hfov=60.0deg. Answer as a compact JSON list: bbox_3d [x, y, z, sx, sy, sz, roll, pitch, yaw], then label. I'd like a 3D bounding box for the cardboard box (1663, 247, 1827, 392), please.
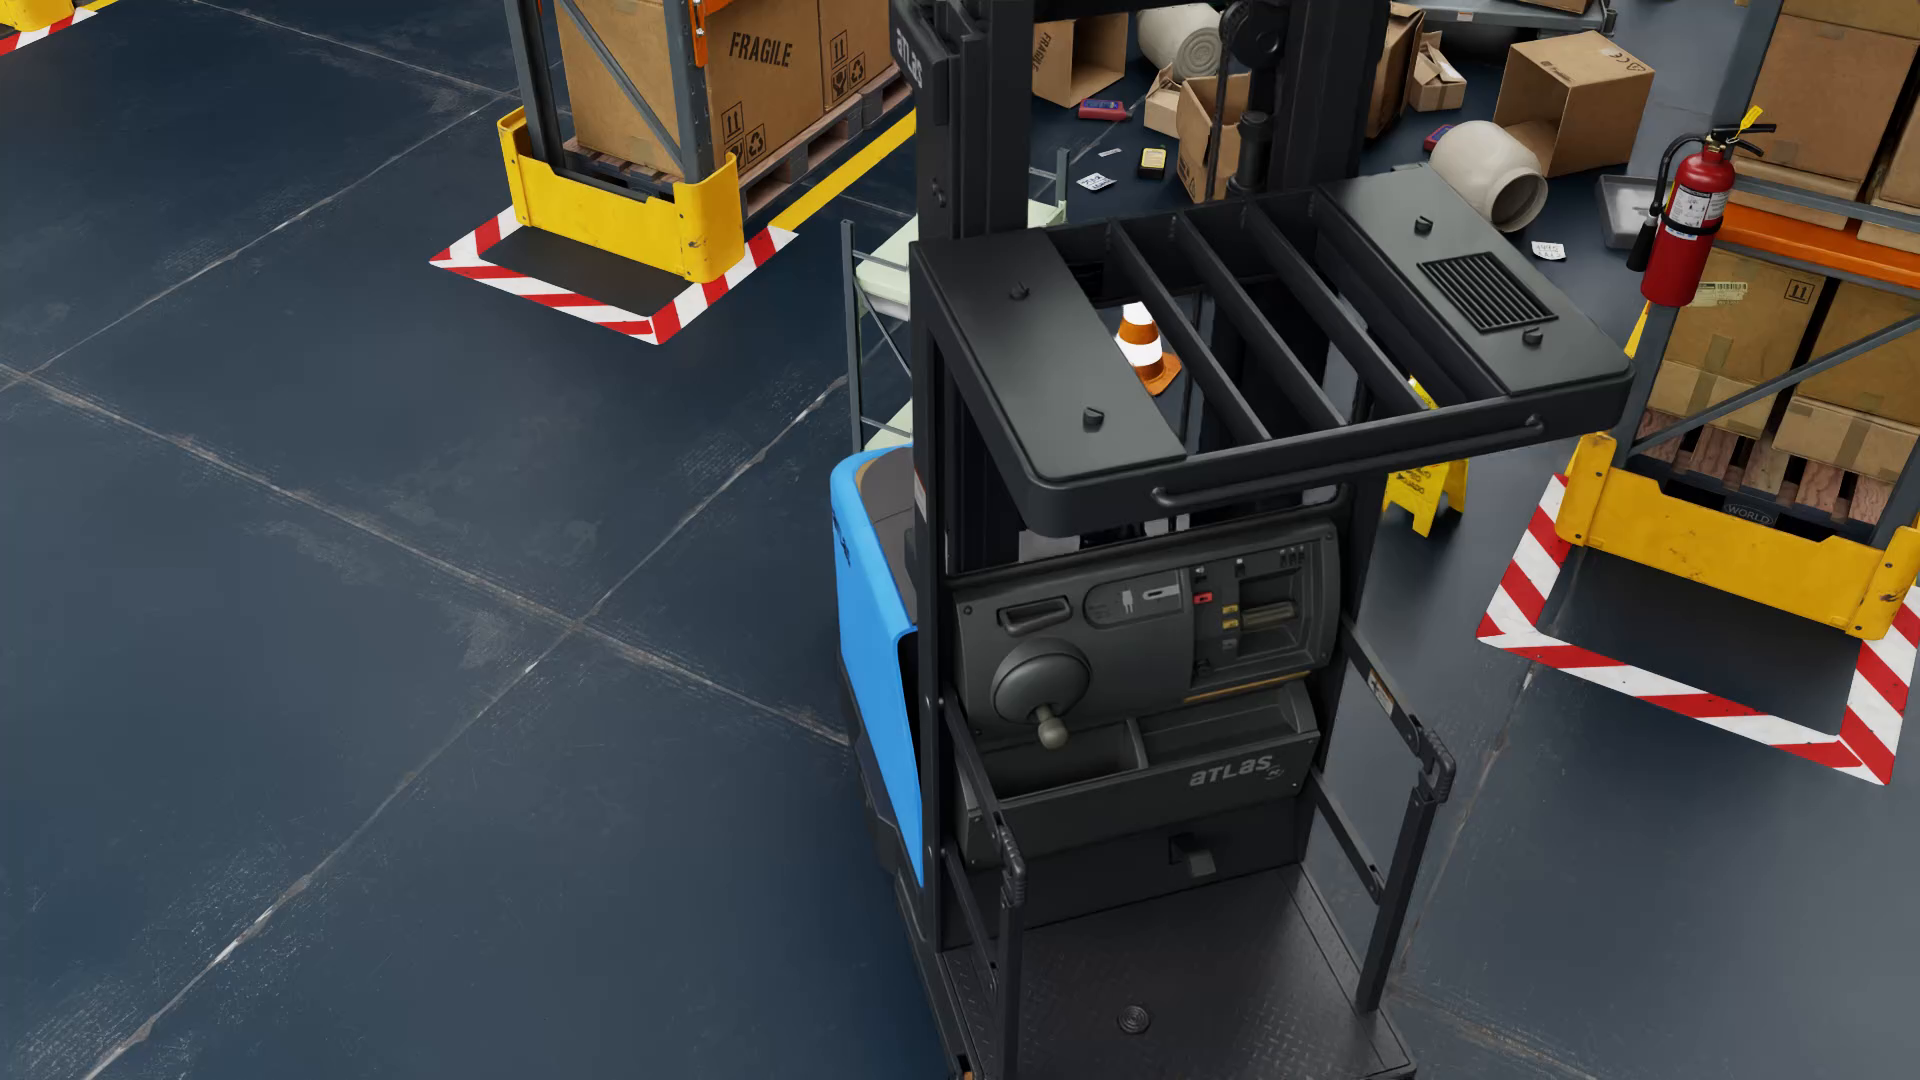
[{"bbox_3d":[2.954,-0.956,6.261,0.500,0.500,0.500,21,46,22],"label":"cardboard box"}]

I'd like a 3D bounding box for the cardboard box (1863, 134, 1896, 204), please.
[{"bbox_3d":[3.242,-1.185,5.516,0.380,0.149,0.250,22,46,23],"label":"cardboard box"}]

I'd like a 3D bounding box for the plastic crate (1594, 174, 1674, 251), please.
[{"bbox_3d":[3.284,-1.570,7.972,0.402,0.080,0.583,7,42,8],"label":"plastic crate"}]

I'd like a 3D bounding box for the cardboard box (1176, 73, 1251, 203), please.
[{"bbox_3d":[1.465,-1.909,8.037,0.797,0.503,0.637,-7,42,-7],"label":"cardboard box"}]

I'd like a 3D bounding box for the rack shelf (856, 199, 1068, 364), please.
[{"bbox_3d":[-0.003,-0.852,5.492,0.431,0.370,0.720,21,45,22],"label":"rack shelf"}]

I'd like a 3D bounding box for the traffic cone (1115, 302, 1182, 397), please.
[{"bbox_3d":[0.746,-0.897,6.918,0.336,0.463,0.334,21,45,22],"label":"traffic cone"}]

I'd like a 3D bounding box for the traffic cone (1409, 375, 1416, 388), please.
[{"bbox_3d":[1.877,-0.724,6.723,0.336,0.463,0.334,21,45,22],"label":"traffic cone"}]

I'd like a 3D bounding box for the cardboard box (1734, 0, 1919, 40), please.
[{"bbox_3d":[2.845,-1.893,5.072,0.700,0.500,0.500,20,45,21],"label":"cardboard box"}]

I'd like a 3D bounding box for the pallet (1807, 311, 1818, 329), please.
[{"bbox_3d":[3.865,-1.149,7.395,1.003,0.211,1.213,21,45,22],"label":"pallet"}]

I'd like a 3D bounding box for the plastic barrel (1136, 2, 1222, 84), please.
[{"bbox_3d":[1.204,-2.749,9.051,0.421,0.421,0.512,-14,43,-15],"label":"plastic barrel"}]

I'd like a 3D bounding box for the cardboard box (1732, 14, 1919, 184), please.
[{"bbox_3d":[2.811,-1.555,5.445,0.500,0.500,0.500,20,45,21],"label":"cardboard box"}]

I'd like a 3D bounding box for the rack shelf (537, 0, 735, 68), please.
[{"bbox_3d":[-0.557,-3.458,8.451,1.077,0.370,4.000,21,45,22],"label":"rack shelf"}]

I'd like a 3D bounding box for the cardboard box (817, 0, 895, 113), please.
[{"bbox_3d":[-0.837,-2.857,8.515,0.875,0.875,0.875,20,45,21],"label":"cardboard box"}]

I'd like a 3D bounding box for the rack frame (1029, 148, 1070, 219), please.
[{"bbox_3d":[0.180,-0.768,5.988,0.400,1.500,0.023,21,45,22],"label":"rack frame"}]

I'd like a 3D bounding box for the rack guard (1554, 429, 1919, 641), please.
[{"bbox_3d":[2.816,-0.109,5.996,1.175,0.500,0.348,21,45,22],"label":"rack guard"}]

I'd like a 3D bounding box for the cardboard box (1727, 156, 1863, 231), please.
[{"bbox_3d":[2.780,-1.194,5.527,0.380,0.149,0.250,22,46,23],"label":"cardboard box"}]

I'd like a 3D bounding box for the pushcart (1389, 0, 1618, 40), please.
[{"bbox_3d":[2.781,-3.034,9.410,1.648,0.377,0.936,7,42,8],"label":"pushcart"}]

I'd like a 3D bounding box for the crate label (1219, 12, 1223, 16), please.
[{"bbox_3d":[1.496,-2.885,9.423,0.298,0.136,0.250,-7,42,-7],"label":"crate label"}]

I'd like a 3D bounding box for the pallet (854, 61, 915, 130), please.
[{"bbox_3d":[-0.614,-2.715,9.174,1.003,0.211,1.213,21,45,22],"label":"pallet"}]

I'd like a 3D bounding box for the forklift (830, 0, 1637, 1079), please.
[{"bbox_3d":[0.509,0.302,3.689,1.130,2.935,3.031,-11,43,-12],"label":"forklift"}]

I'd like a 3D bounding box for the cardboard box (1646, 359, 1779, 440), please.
[{"bbox_3d":[2.962,-0.695,6.532,0.500,0.250,0.500,21,45,22],"label":"cardboard box"}]

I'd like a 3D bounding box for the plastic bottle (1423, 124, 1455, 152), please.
[{"bbox_3d":[2.511,-2.072,8.556,0.133,0.061,0.283,29,49,29],"label":"plastic bottle"}]

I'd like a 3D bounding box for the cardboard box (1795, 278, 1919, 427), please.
[{"bbox_3d":[3.433,-0.795,6.078,0.500,0.500,0.500,19,45,21],"label":"cardboard box"}]

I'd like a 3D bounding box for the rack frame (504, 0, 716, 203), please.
[{"bbox_3d":[-1.558,-2.583,6.914,1.000,3.000,0.127,21,45,22],"label":"rack frame"}]

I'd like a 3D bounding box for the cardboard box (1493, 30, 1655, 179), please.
[{"bbox_3d":[3.066,-2.192,8.359,0.500,0.500,0.500,-14,43,-15],"label":"cardboard box"}]

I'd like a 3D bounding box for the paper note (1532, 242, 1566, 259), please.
[{"bbox_3d":[2.752,-1.358,7.769,0.142,0.019,0.148,7,42,8],"label":"paper note"}]

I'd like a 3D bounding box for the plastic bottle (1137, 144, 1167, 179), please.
[{"bbox_3d":[0.972,-1.914,8.377,0.133,0.061,0.283,7,42,8],"label":"plastic bottle"}]

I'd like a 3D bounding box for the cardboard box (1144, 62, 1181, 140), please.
[{"bbox_3d":[1.178,-2.253,8.608,0.396,0.266,0.258,29,49,29],"label":"cardboard box"}]

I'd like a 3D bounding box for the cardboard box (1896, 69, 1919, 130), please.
[{"bbox_3d":[3.512,-1.630,5.530,0.500,0.500,0.500,22,46,23],"label":"cardboard box"}]

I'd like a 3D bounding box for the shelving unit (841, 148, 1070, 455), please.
[{"bbox_3d":[-0.003,-0.559,5.750,0.431,1.500,0.755,21,45,22],"label":"shelving unit"}]

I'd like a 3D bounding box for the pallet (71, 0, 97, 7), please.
[{"bbox_3d":[-5.326,-3.731,10.328,1.003,0.211,1.213,21,45,22],"label":"pallet"}]
